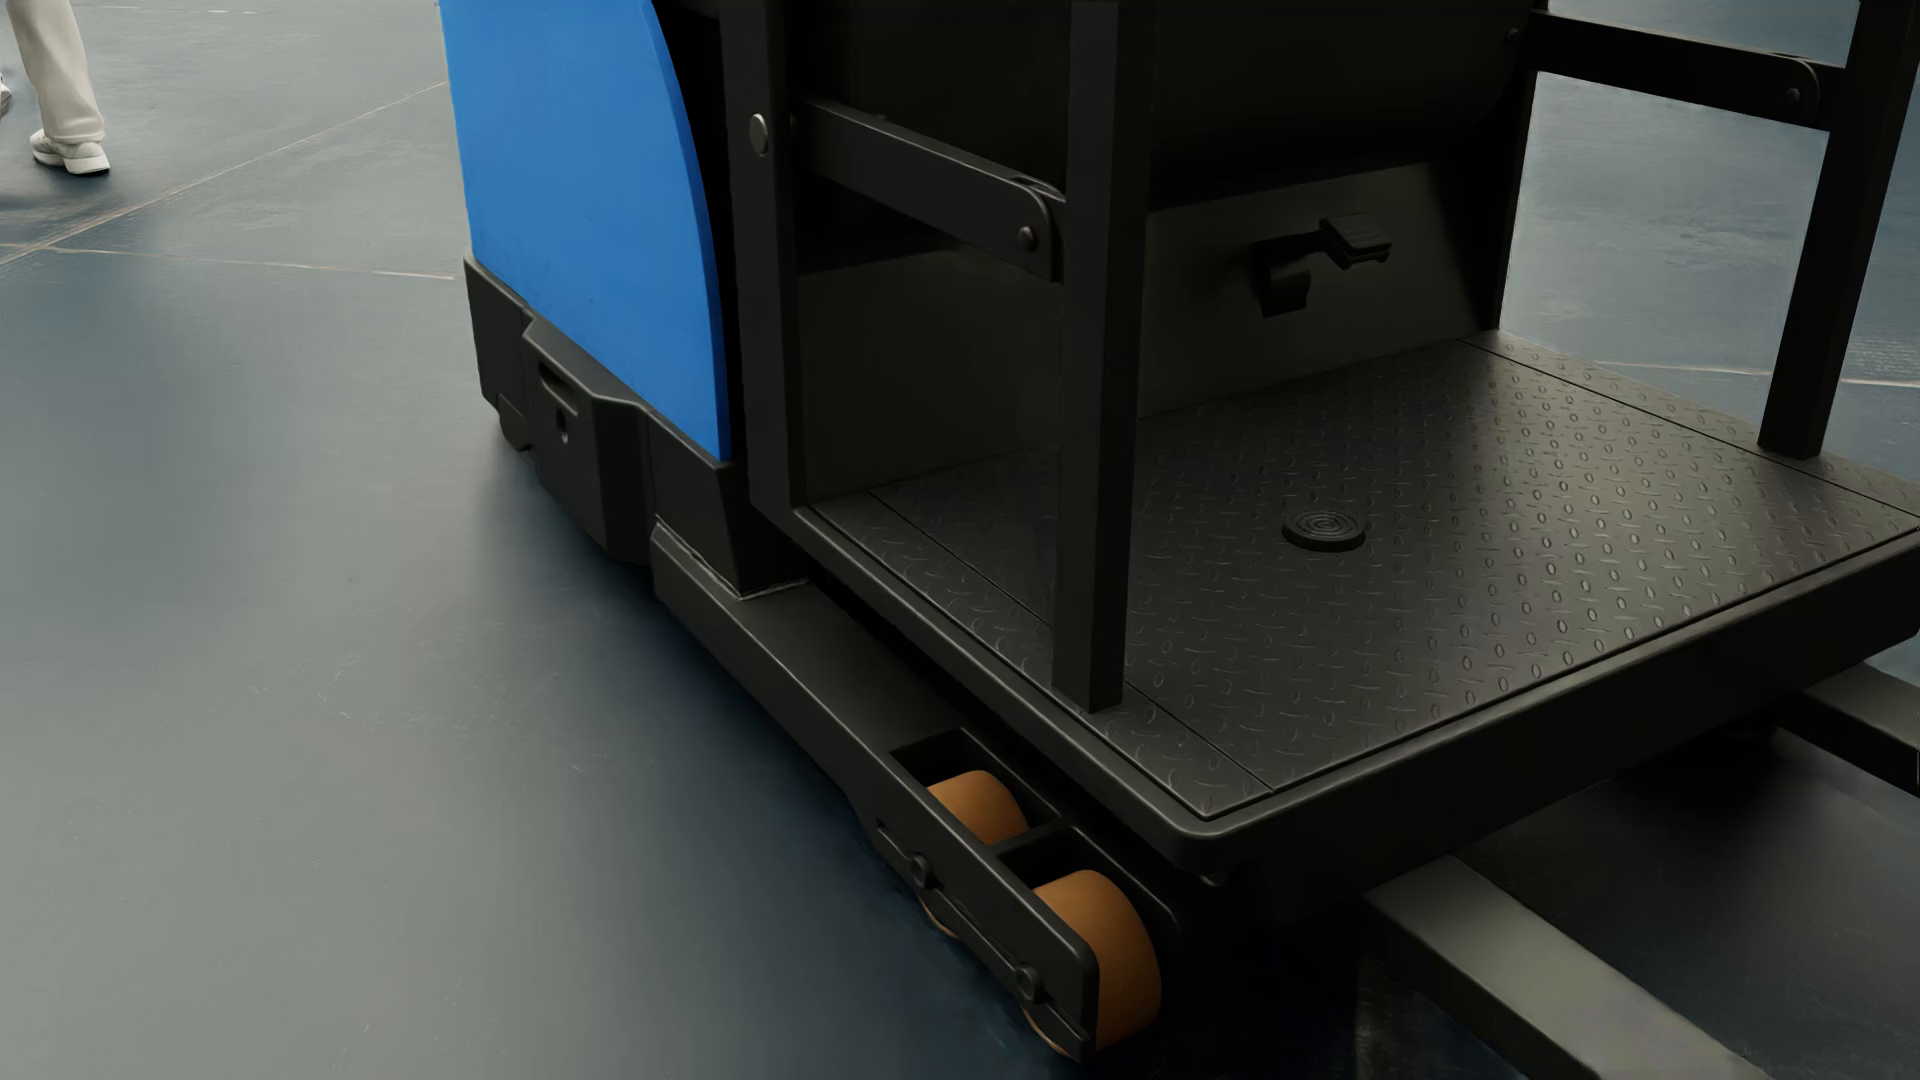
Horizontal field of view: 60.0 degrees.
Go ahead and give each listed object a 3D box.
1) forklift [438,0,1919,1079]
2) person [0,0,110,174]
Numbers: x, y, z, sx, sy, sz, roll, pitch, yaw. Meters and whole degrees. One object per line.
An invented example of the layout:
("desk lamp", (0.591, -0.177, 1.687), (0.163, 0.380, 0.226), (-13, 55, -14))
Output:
("forklift", (0.387, -1.072, 1.370), (1.130, 2.935, 3.031), (-16, 31, -28))
("person", (-2.507, -1.792, 4.102), (0.478, 1.759, 0.750), (21, 34, 36))
